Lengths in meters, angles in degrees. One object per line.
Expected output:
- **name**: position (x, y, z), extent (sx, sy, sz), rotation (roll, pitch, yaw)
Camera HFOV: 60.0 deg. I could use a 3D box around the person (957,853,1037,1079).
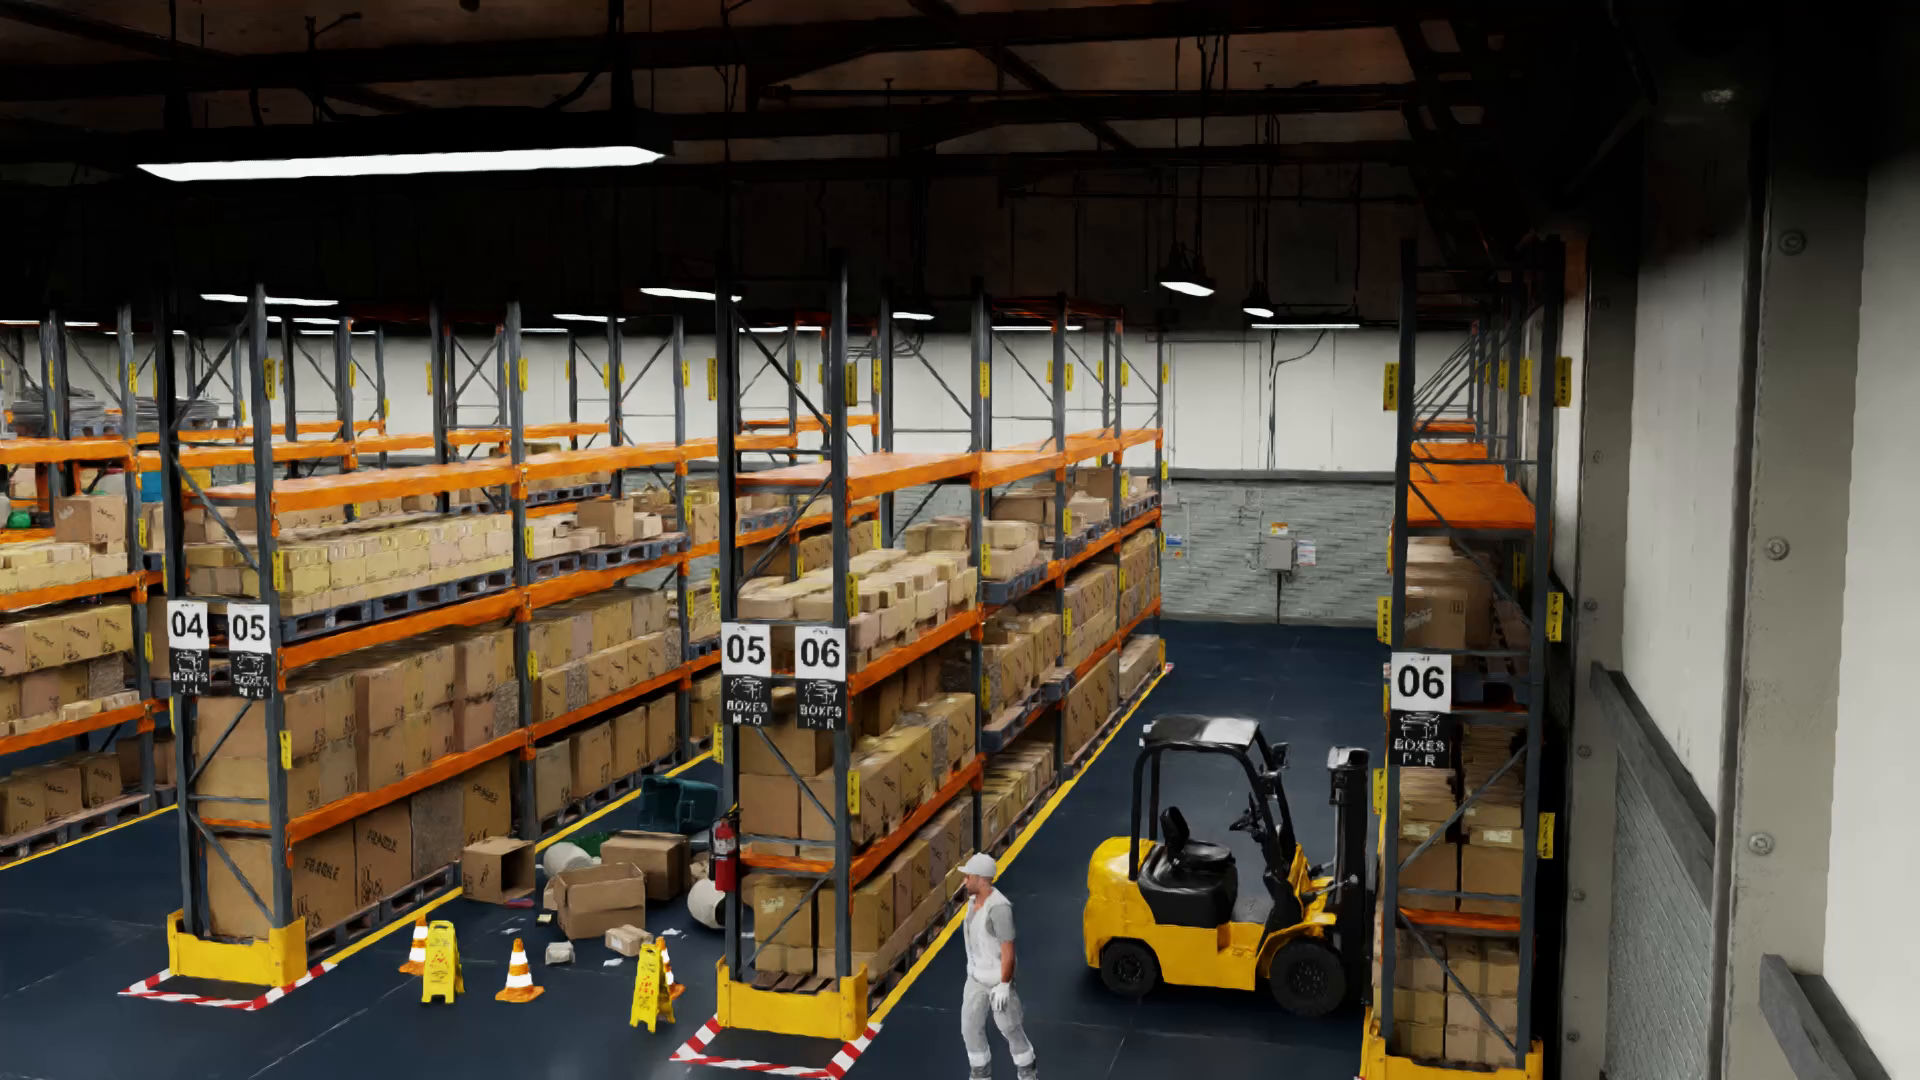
- **person**: position (0.237, 3.063, 11.639), extent (0.598, 1.780, 0.560), rotation (-3, 7, -29)
